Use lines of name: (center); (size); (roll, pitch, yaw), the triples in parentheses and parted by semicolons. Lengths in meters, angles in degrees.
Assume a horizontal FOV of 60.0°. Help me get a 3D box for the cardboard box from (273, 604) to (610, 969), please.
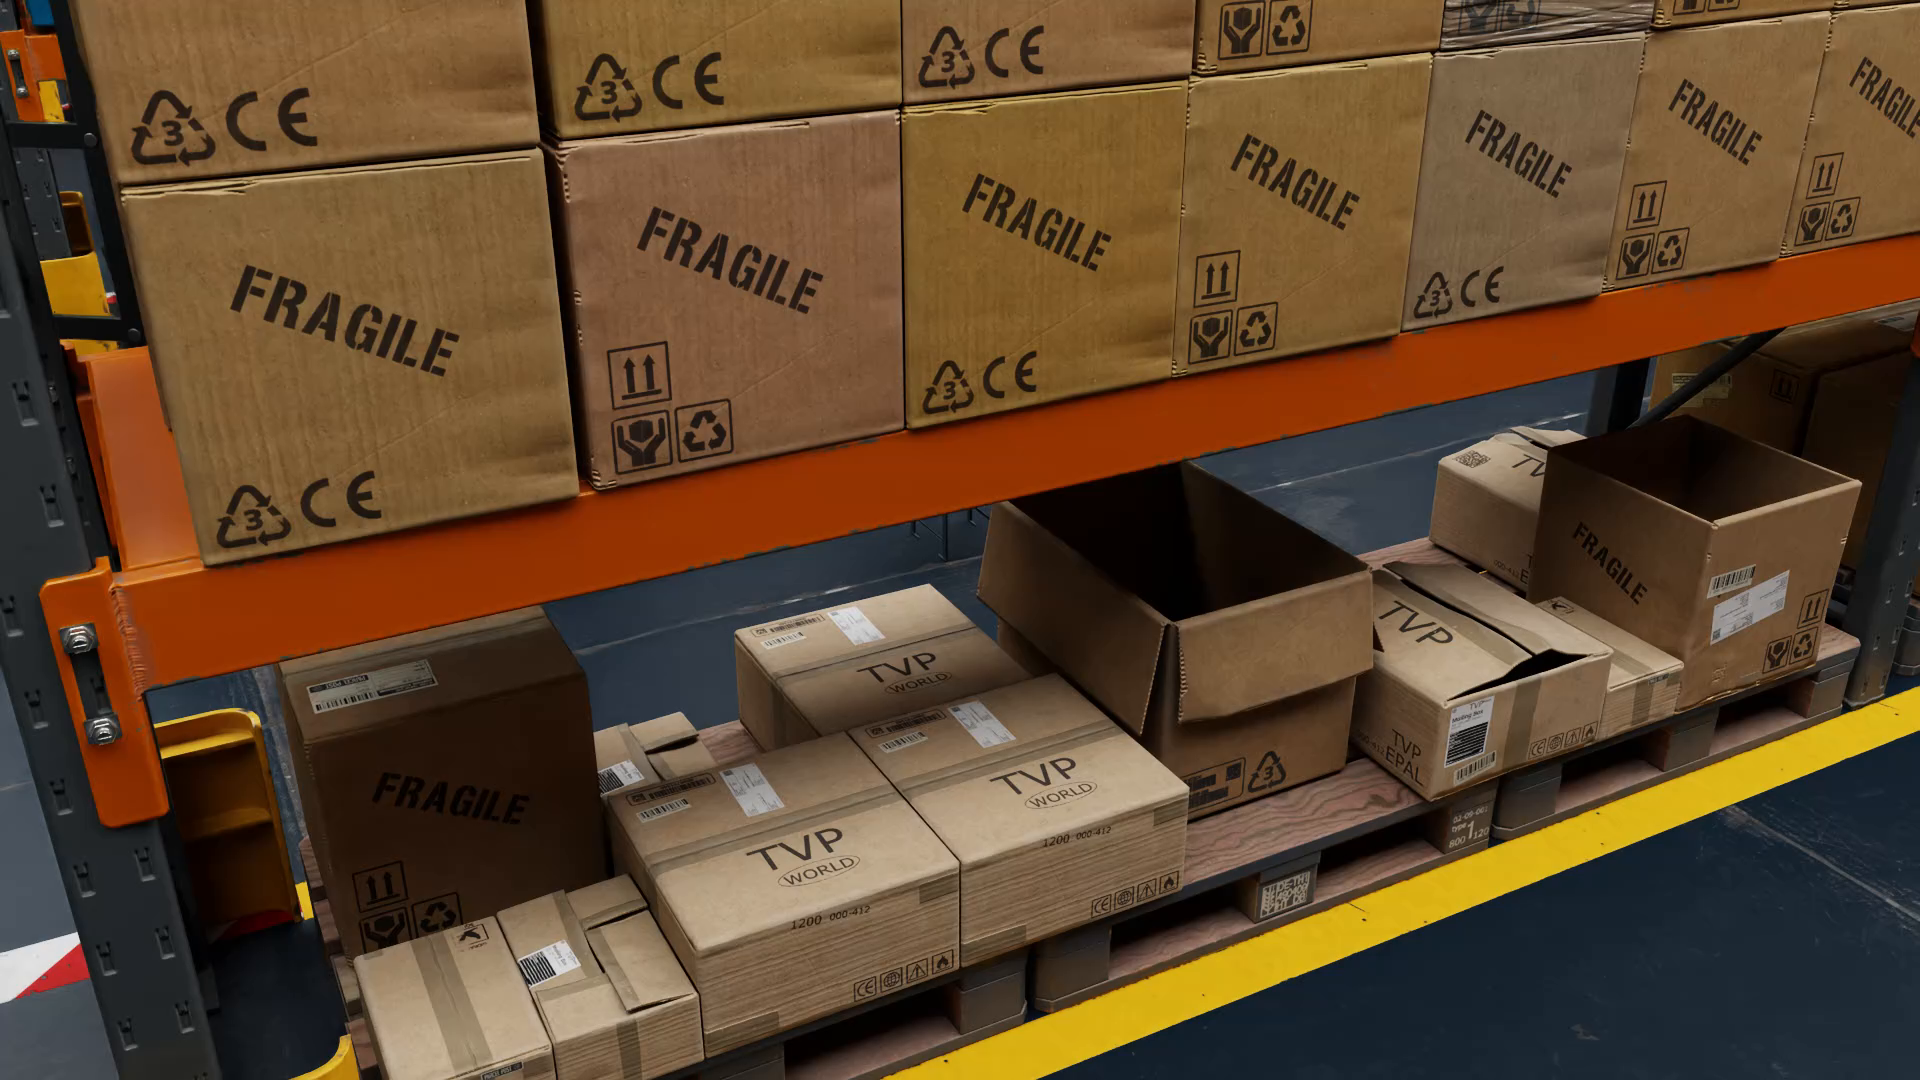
cardboard box: (-1.026, 0.428, 3.273); (0.500, 0.500, 0.500); (-13, 29, -25)

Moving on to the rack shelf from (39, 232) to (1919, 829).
rack shelf: (0.375, -0.379, 3.405); (4.000, 0.370, 1.077); (-13, 29, -25)

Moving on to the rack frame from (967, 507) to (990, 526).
rack frame: (0.083, -0.425, 5.095); (0.006, 0.900, 0.240); (-13, 29, -25)

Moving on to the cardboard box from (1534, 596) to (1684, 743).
cardboard box: (1.468, 0.300, 3.945); (0.250, 0.149, 0.380); (-13, 29, -25)

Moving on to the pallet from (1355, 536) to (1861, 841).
pallet: (1.533, 0.286, 4.410); (1.213, 0.211, 1.003); (-13, 29, -25)

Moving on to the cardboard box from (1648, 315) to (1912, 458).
cardboard box: (2.440, -0.392, 4.980); (0.500, 0.500, 0.500); (-13, 29, -25)

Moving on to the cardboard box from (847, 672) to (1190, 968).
cardboard box: (0.106, 0.539, 3.330); (0.500, 0.250, 0.500); (-13, 29, -25)

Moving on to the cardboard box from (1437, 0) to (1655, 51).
cardboard box: (0.920, -1.197, 3.006); (0.500, 0.500, 0.500); (-13, 28, -25)

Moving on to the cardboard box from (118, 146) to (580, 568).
cardboard box: (-0.874, -0.331, 2.357); (0.500, 0.500, 0.500); (-12, 28, -24)

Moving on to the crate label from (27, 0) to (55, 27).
crate label: (-3.345, -2.064, 6.208); (0.303, 0.233, 0.416); (-13, 29, -25)

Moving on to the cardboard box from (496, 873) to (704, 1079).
cardboard box: (-0.638, 0.778, 2.929); (0.250, 0.166, 0.380); (-13, 29, -25)

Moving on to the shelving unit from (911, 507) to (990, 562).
shelving unit: (-0.007, -0.404, 5.052); (0.210, 0.900, 0.258); (-13, 29, -25)

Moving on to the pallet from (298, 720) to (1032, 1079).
pallet: (-0.620, 0.783, 3.375); (1.213, 0.211, 1.003); (-13, 29, -25)

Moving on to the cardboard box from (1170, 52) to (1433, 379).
cardboard box: (0.464, -0.640, 3.002); (0.500, 0.500, 0.500); (-13, 28, -24)

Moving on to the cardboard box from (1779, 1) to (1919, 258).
cardboard box: (1.819, -0.956, 3.660); (0.500, 0.500, 0.500); (-12, 28, -24)

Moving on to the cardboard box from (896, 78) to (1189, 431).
cardboard box: (0.023, -0.539, 2.791); (0.500, 0.500, 0.500); (-13, 29, -25)

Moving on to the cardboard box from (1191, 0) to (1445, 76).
cardboard box: (0.475, -1.095, 2.793); (0.500, 0.500, 0.500); (-13, 29, -26)

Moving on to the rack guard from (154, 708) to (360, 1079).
rack guard: (-1.323, 0.816, 2.974); (0.348, 0.500, 1.175); (-13, 29, -25)

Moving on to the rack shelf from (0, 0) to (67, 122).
rack shelf: (-1.953, -2.271, 7.346); (4.000, 0.370, 1.077); (-13, 29, -25)

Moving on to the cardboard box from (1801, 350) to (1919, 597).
cardboard box: (2.681, -0.187, 4.555); (0.500, 0.500, 0.500); (-14, 29, -27)

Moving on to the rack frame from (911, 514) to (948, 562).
rack frame: (-0.097, -0.383, 5.009); (0.006, 0.900, 0.240); (-13, 29, -25)

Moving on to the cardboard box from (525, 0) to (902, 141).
cardboard box: (-0.417, -0.891, 2.369); (0.500, 0.500, 0.500); (-13, 28, -25)

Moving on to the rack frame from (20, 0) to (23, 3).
rack frame: (-6.048, -4.080, 10.282); (0.127, 3.000, 1.000); (-13, 29, -25)

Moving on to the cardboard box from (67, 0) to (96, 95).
cardboard box: (-1.127, -0.987, 2.570); (0.500, 0.500, 0.500); (-13, 29, -26)

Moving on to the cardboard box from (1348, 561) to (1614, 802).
cardboard box: (1.108, 0.280, 3.799); (0.500, 0.311, 0.500); (-13, 29, -25)

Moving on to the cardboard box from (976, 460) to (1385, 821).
cardboard box: (0.484, 0.201, 3.741); (0.637, 0.503, 0.797); (-13, 29, -25)

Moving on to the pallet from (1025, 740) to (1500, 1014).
pallet: (0.455, 0.536, 3.889); (1.213, 0.211, 1.003); (-13, 29, -25)

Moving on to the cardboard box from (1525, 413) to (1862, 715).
cardboard box: (1.770, 0.042, 4.076); (0.500, 0.500, 0.500); (-13, 29, -25)

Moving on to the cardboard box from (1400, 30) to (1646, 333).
cardboard box: (0.913, -0.745, 3.220); (0.500, 0.500, 0.500); (-12, 28, -24)

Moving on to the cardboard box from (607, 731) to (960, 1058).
cardboard box: (-0.336, 0.641, 3.118); (0.500, 0.250, 0.500); (-13, 29, -25)

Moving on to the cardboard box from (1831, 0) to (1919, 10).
cardboard box: (1.815, -1.404, 3.439); (0.500, 0.500, 0.500); (-13, 28, -25)

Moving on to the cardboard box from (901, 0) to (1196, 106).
cardboard box: (0.027, -0.991, 2.577); (0.500, 0.500, 0.500); (-13, 28, -24)

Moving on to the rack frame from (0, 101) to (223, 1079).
rack frame: (-1.390, -0.296, 2.401); (0.127, 3.000, 1.000); (-13, 29, -25)

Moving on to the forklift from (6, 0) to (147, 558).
forklift: (-2.512, -1.471, 4.927); (3.031, 2.935, 1.130); (3, 26, 6)

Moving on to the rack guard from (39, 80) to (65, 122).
rack guard: (-6.069, -2.948, 10.813); (0.348, 0.500, 1.175); (-13, 29, -25)

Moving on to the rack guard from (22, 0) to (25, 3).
rack guard: (-8.226, -4.883, 14.843); (0.348, 0.500, 1.175); (-13, 29, -25)

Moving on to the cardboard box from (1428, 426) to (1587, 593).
cardboard box: (1.667, -0.094, 4.578); (0.500, 0.311, 0.500); (-13, 29, -25)

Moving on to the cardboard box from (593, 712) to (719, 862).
cardboard box: (-0.626, 0.530, 3.445); (0.250, 0.166, 0.380); (-13, 29, -25)

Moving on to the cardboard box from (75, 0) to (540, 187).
cardboard box: (-0.874, -0.781, 2.141); (0.500, 0.500, 0.500); (-12, 28, -24)

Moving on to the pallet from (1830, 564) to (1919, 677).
pallet: (2.839, -0.033, 5.076); (1.213, 0.211, 1.003); (-13, 29, -25)

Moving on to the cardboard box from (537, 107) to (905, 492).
cardboard box: (-0.422, -0.438, 2.580); (0.500, 0.500, 0.500); (-13, 29, -26)

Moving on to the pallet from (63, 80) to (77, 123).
pallet: (-5.379, -3.016, 11.287); (1.213, 0.211, 1.003); (-13, 29, -25)

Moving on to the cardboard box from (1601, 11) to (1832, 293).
cardboard box: (1.365, -0.850, 3.440); (0.500, 0.500, 0.500); (-12, 28, -24)

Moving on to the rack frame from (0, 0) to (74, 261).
rack frame: (-3.718, -2.188, 6.342); (0.127, 3.000, 1.000); (-13, 29, -25)

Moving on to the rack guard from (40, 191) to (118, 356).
rack guard: (-3.733, -1.052, 6.863); (0.348, 0.500, 1.175); (-13, 29, -25)

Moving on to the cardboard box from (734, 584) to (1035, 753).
cardboard box: (-0.174, 0.359, 3.706); (0.500, 0.250, 0.500); (-13, 29, -25)

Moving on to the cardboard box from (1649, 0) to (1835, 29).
cardboard box: (1.364, -1.299, 3.219); (0.500, 0.500, 0.500); (-14, 29, -26)

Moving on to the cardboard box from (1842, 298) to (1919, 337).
cardboard box: (2.880, -0.489, 5.183); (0.500, 0.500, 0.500); (-13, 29, -25)

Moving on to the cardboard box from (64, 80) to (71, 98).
cardboard box: (-5.521, -3.472, 10.986); (0.875, 0.875, 0.875); (-13, 29, -25)

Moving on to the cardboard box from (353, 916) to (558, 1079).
cardboard box: (-0.859, 0.837, 2.827); (0.250, 0.149, 0.380); (-13, 29, -25)

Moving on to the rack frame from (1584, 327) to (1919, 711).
rack frame: (2.140, -1.111, 4.097); (0.127, 3.000, 1.000); (-13, 29, -25)

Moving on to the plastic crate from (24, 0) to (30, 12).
plastic crate: (-3.510, -2.371, 6.612); (0.499, 0.435, 0.616); (-13, 29, -25)

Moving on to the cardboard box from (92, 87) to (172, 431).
cardboard box: (-1.123, -0.536, 2.785); (0.500, 0.500, 0.500); (-12, 28, -24)
